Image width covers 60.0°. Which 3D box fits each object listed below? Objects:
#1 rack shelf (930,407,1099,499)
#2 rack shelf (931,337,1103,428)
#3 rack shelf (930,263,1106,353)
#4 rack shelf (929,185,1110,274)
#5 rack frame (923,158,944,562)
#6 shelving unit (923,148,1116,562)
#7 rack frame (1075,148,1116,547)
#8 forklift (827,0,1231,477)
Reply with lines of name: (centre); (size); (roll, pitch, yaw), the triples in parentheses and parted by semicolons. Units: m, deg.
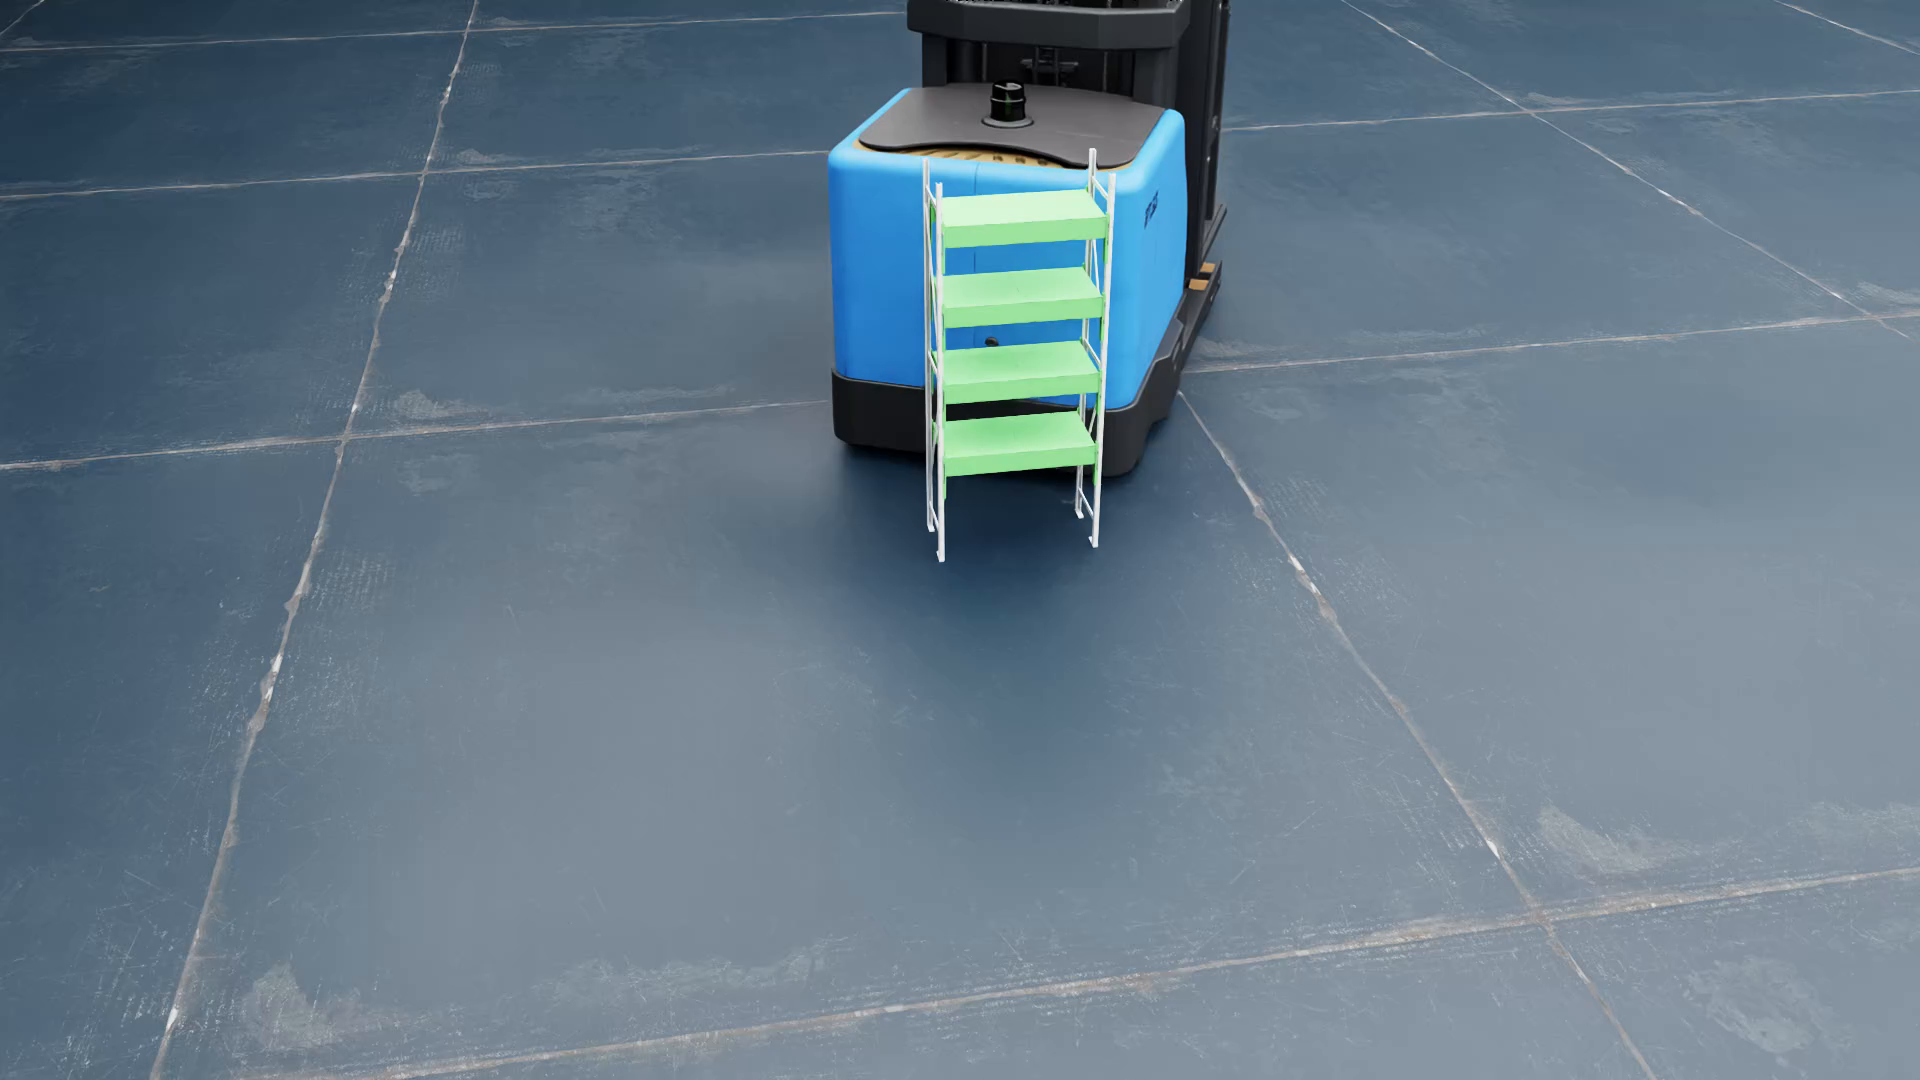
rack shelf: (0.163, -0.270, 5.126); (0.480, 0.148, 0.258); (-5, 31, -9)
rack shelf: (0.163, -0.477, 5.004); (0.480, 0.148, 0.258); (-5, 31, -9)
rack shelf: (0.163, -0.684, 4.882); (0.480, 0.148, 0.258); (-5, 31, -9)
rack shelf: (0.163, -0.891, 4.761); (0.480, 0.148, 0.258); (-5, 31, -9)
rack frame: (-0.077, -0.510, 4.934); (0.015, 1.200, 0.240); (-5, 31, -9)
shelving unit: (0.163, -0.532, 4.972); (0.503, 1.200, 0.258); (-5, 31, -9)
rack frame: (0.403, -0.555, 5.009); (0.015, 1.200, 0.240); (-5, 31, -9)
forklift: (0.464, -2.205, 6.108); (1.130, 2.935, 3.031); (8, 31, 14)
